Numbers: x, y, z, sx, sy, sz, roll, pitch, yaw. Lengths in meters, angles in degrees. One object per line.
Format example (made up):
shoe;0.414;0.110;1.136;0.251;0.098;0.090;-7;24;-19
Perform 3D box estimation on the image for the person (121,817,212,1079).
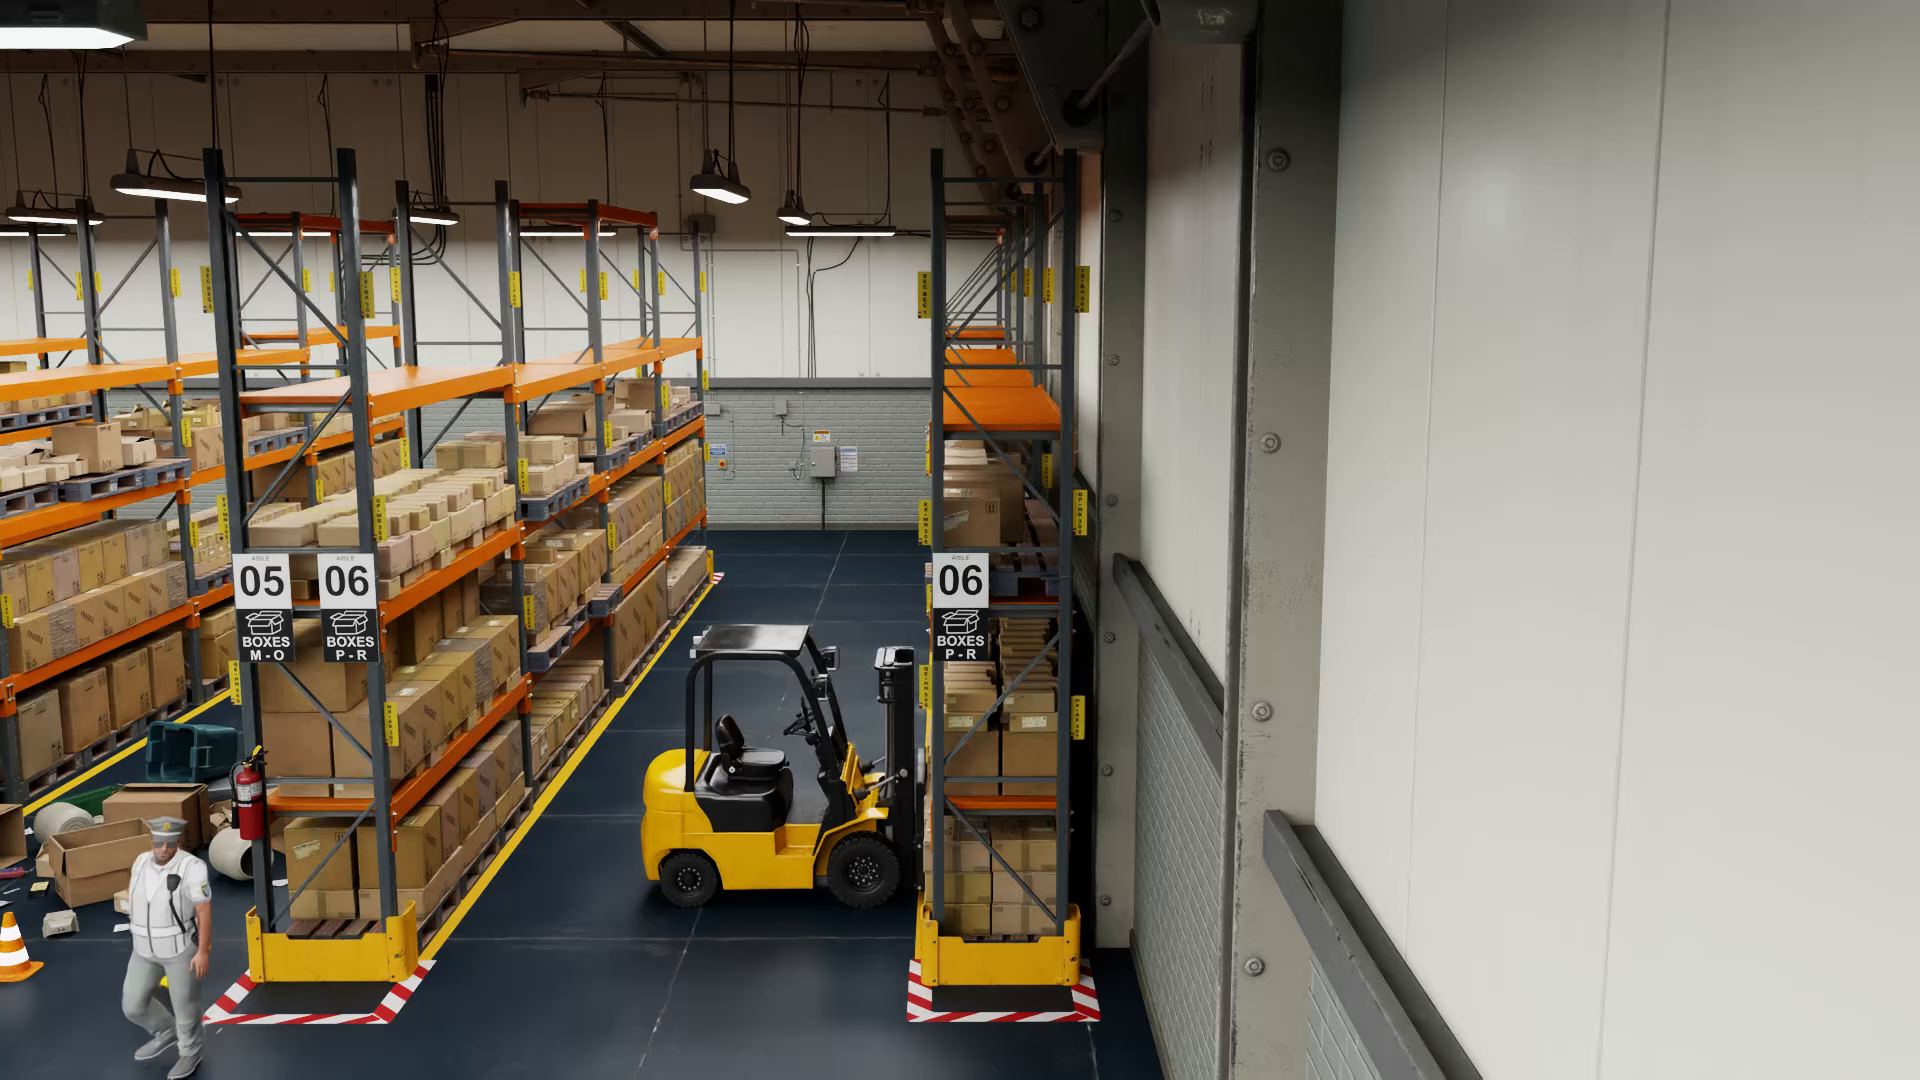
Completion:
person;-5.100;2.603;10.709;0.627;1.744;0.482;1;9;4
